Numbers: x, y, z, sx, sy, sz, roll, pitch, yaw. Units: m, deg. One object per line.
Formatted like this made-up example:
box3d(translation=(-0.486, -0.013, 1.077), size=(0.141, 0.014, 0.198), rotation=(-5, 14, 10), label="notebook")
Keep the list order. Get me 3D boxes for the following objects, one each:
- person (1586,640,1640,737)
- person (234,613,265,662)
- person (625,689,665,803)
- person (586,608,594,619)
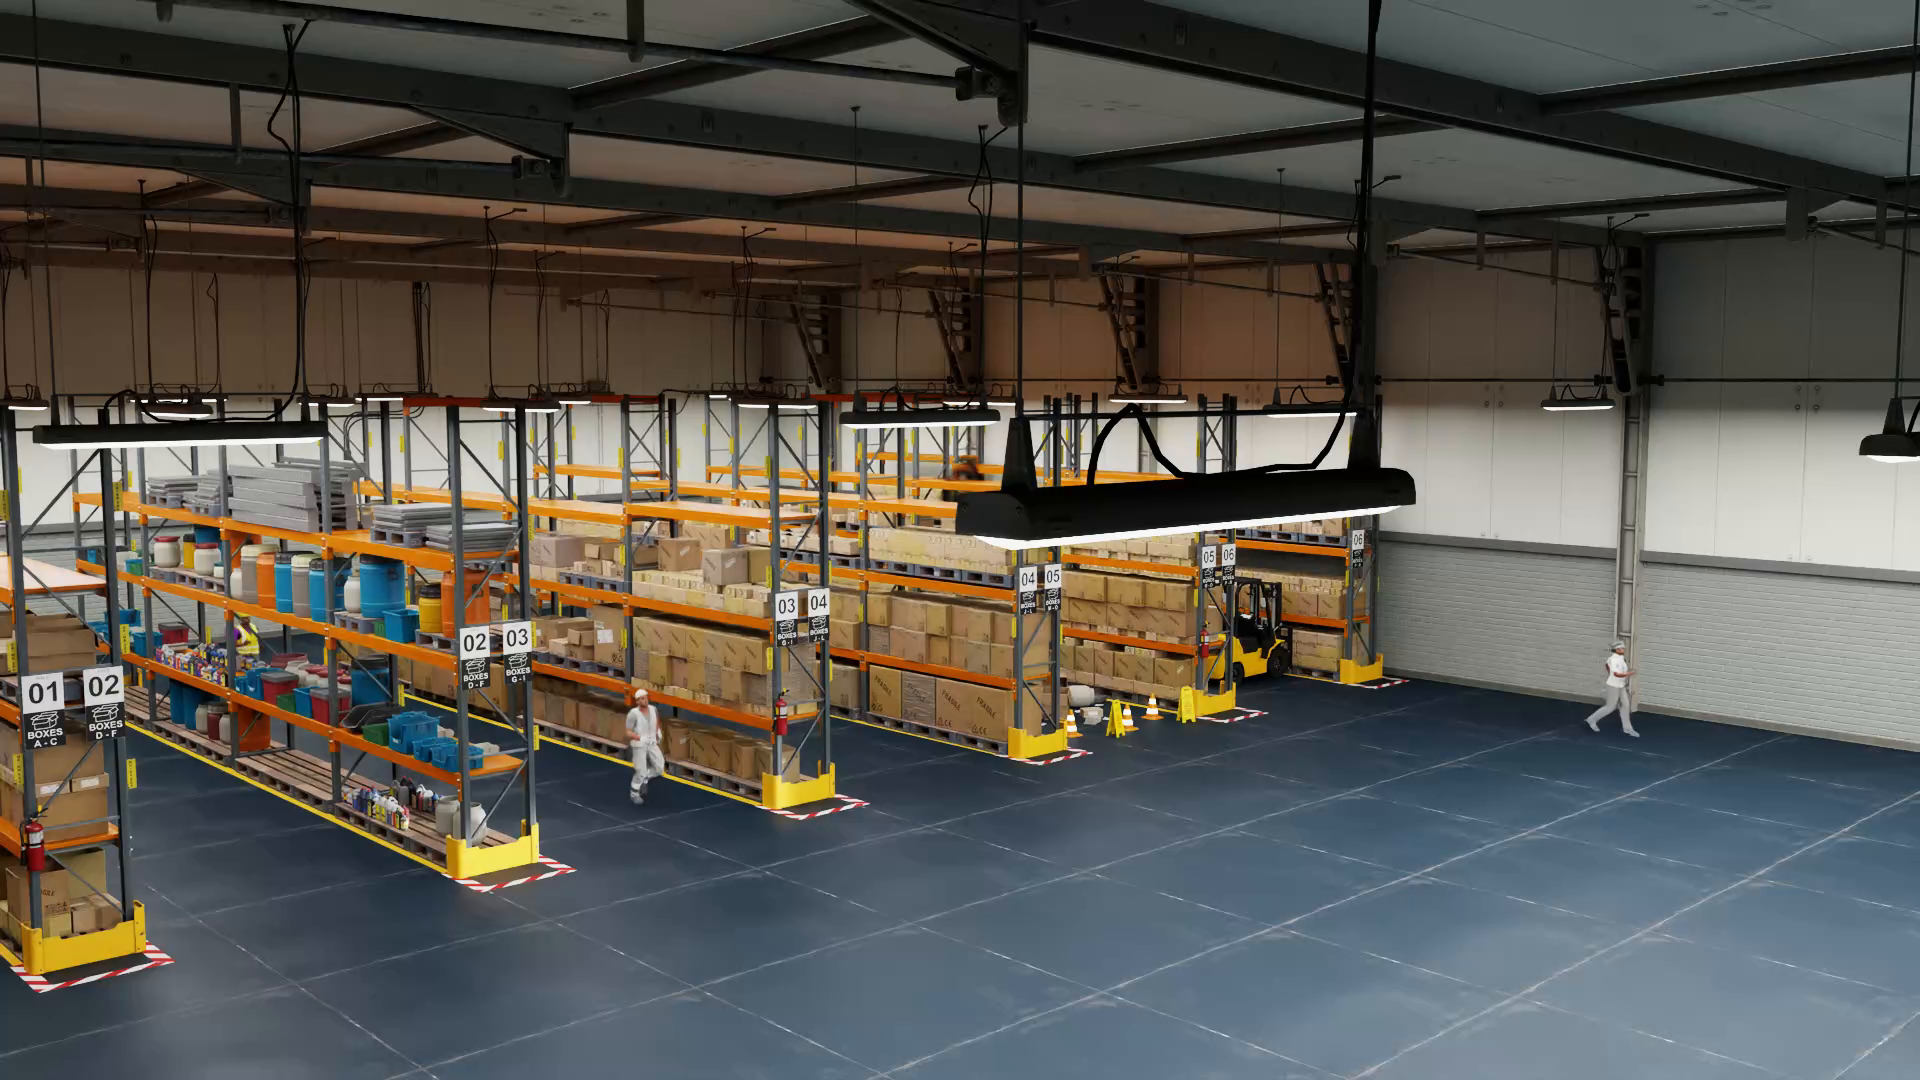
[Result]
box3d(translation=(11.622, 2.612, 29.529), size=(0.900, 1.703, 0.604), rotation=(3, 6, 31), label="person")
box3d(translation=(-14.055, 2.270, 32.816), size=(0.982, 1.744, 0.713), rotation=(4, 7, 39), label="person")
box3d(translation=(-4.657, 3.072, 24.744), size=(0.693, 1.737, 0.699), rotation=(-5, 7, -42), label="person")
box3d(translation=(-9.231, 1.465, 41.764), size=(0.588, 1.718, 0.735), rotation=(5, 7, 40), label="person")
